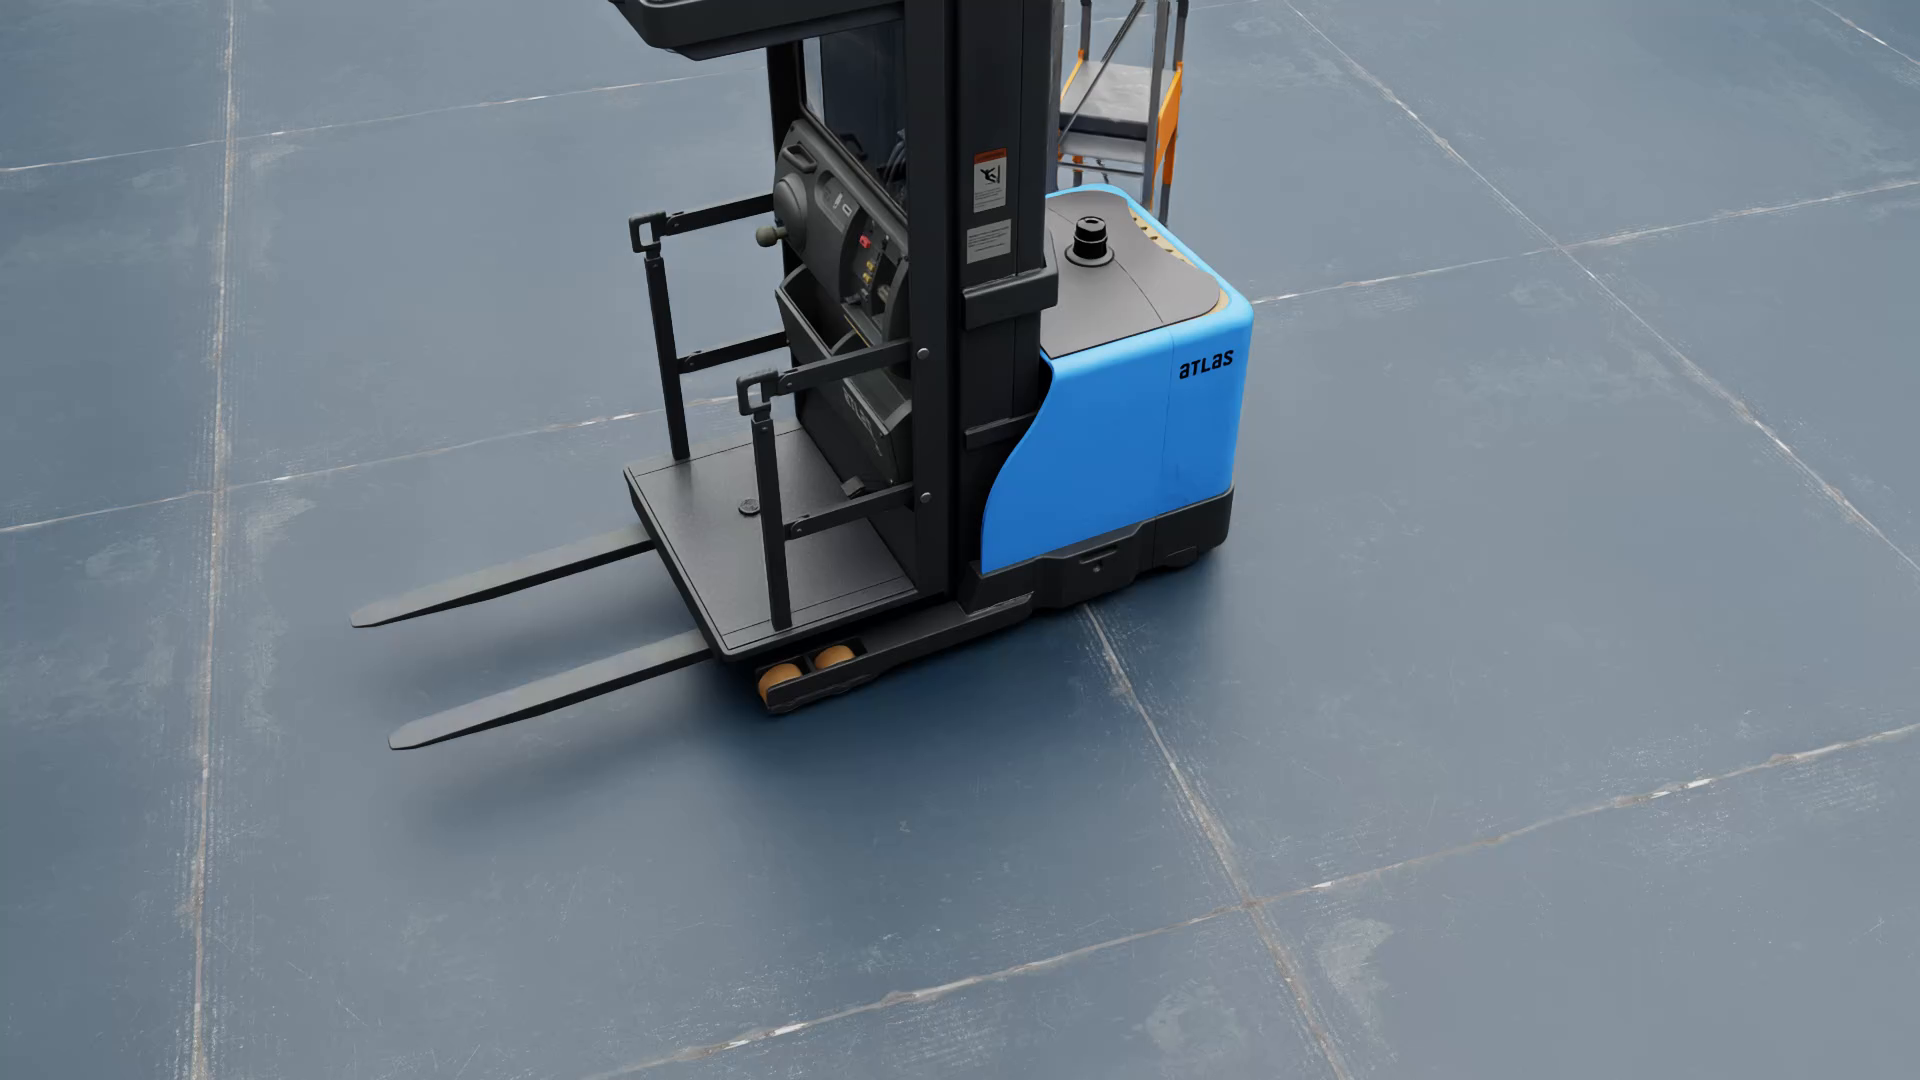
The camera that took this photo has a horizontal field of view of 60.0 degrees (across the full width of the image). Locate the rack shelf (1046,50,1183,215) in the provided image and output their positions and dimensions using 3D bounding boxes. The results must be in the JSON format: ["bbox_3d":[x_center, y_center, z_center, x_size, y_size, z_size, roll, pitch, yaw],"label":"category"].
[{"bbox_3d":[0.592,-1.524,6.414,0.431,0.518,0.480,11,42,12],"label":"rack shelf"}]

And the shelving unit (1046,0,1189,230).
[{"bbox_3d":[0.592,-1.534,6.405,0.431,2.100,0.503,11,42,12],"label":"shelving unit"}]

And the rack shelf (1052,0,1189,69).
[{"bbox_3d":[0.594,-2.056,5.960,0.431,0.518,0.480,11,42,12],"label":"rack shelf"}]

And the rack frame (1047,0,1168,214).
[{"bbox_3d":[0.525,-1.382,6.227,0.400,2.100,0.015,11,42,12],"label":"rack frame"}]

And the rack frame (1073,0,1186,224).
[{"bbox_3d":[0.660,-1.686,6.584,0.400,2.100,0.015,11,42,12],"label":"rack frame"}]

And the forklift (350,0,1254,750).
[{"bbox_3d":[-0.558,-0.923,5.078,3.031,2.935,1.130,-18,44,-19],"label":"forklift"}]

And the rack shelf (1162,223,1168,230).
[{"bbox_3d":[0.591,-0.991,6.868,0.431,0.518,0.480,11,42,12],"label":"rack shelf"}]
